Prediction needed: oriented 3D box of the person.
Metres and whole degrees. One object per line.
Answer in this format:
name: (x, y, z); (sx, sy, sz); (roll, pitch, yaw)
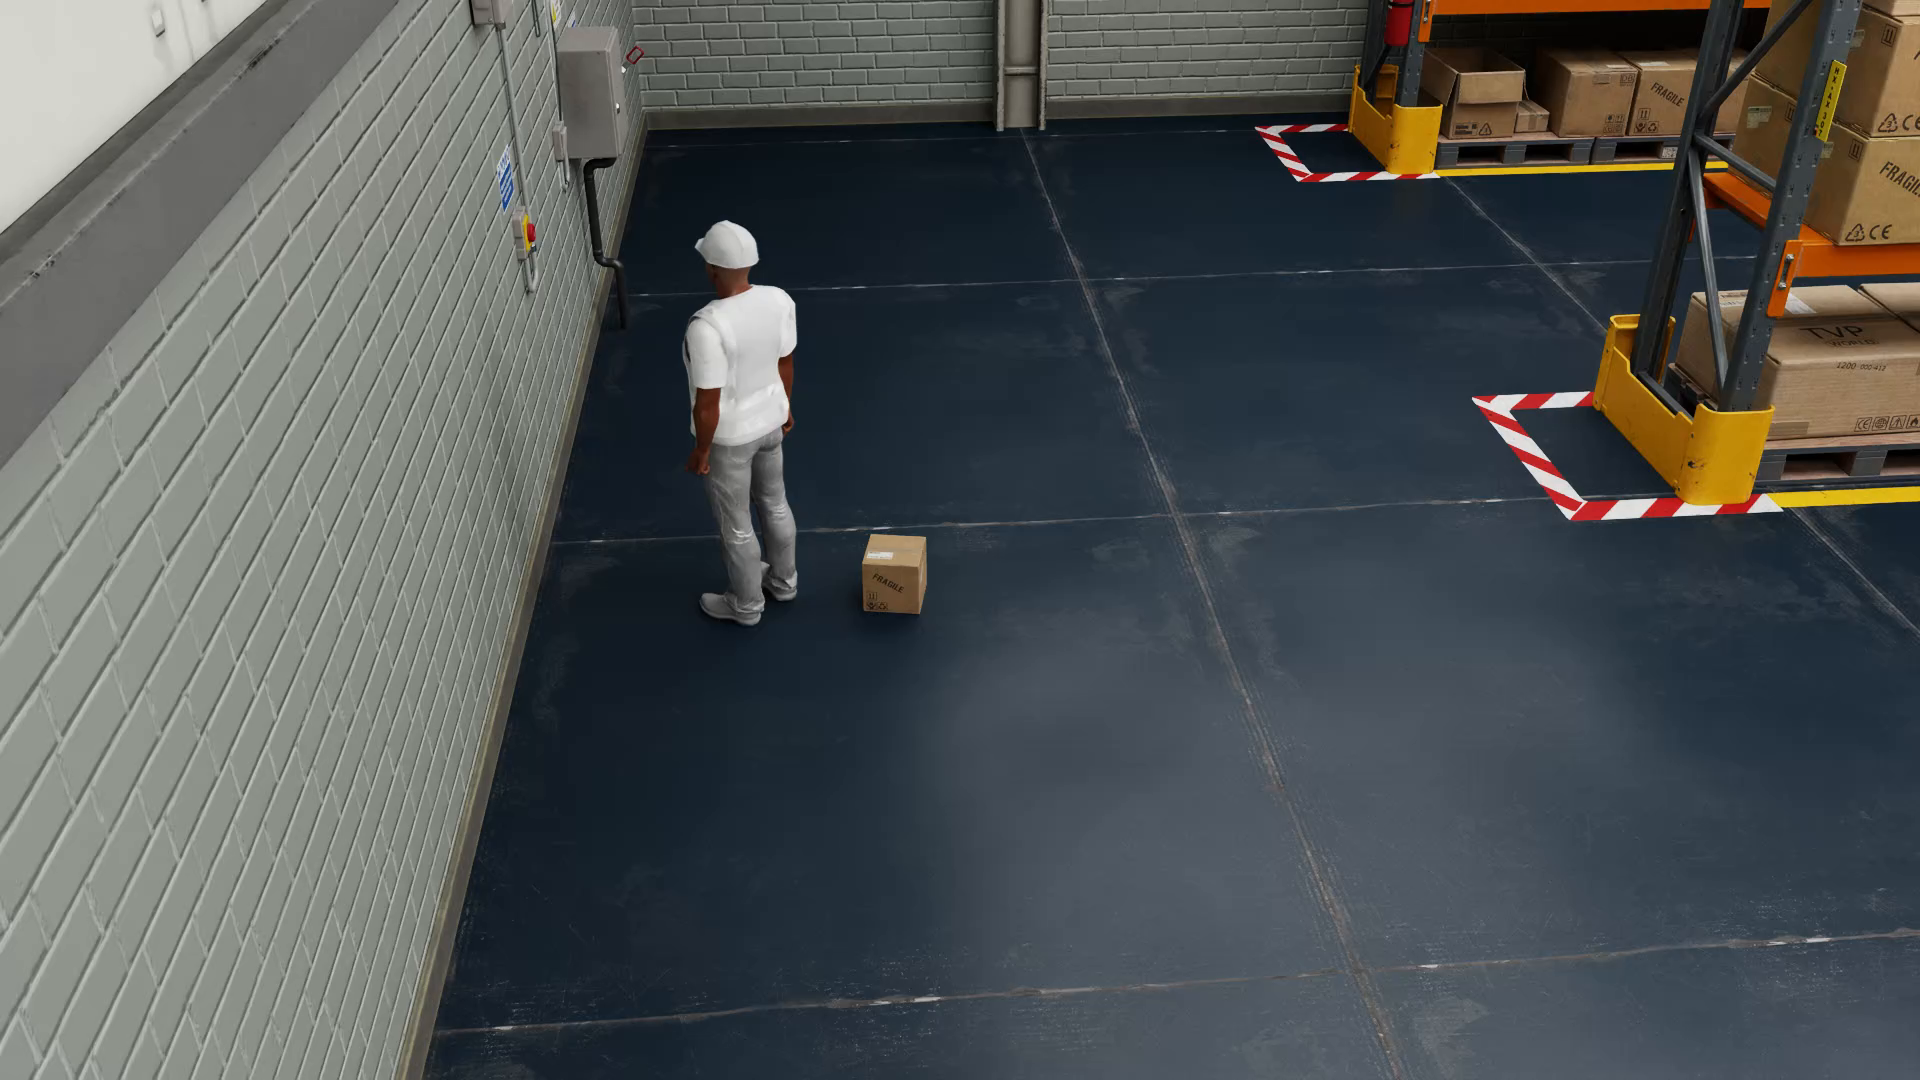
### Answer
person: (-0.919, -0.472, 6.891); (0.366, 1.771, 0.550); (22, 37, 32)
